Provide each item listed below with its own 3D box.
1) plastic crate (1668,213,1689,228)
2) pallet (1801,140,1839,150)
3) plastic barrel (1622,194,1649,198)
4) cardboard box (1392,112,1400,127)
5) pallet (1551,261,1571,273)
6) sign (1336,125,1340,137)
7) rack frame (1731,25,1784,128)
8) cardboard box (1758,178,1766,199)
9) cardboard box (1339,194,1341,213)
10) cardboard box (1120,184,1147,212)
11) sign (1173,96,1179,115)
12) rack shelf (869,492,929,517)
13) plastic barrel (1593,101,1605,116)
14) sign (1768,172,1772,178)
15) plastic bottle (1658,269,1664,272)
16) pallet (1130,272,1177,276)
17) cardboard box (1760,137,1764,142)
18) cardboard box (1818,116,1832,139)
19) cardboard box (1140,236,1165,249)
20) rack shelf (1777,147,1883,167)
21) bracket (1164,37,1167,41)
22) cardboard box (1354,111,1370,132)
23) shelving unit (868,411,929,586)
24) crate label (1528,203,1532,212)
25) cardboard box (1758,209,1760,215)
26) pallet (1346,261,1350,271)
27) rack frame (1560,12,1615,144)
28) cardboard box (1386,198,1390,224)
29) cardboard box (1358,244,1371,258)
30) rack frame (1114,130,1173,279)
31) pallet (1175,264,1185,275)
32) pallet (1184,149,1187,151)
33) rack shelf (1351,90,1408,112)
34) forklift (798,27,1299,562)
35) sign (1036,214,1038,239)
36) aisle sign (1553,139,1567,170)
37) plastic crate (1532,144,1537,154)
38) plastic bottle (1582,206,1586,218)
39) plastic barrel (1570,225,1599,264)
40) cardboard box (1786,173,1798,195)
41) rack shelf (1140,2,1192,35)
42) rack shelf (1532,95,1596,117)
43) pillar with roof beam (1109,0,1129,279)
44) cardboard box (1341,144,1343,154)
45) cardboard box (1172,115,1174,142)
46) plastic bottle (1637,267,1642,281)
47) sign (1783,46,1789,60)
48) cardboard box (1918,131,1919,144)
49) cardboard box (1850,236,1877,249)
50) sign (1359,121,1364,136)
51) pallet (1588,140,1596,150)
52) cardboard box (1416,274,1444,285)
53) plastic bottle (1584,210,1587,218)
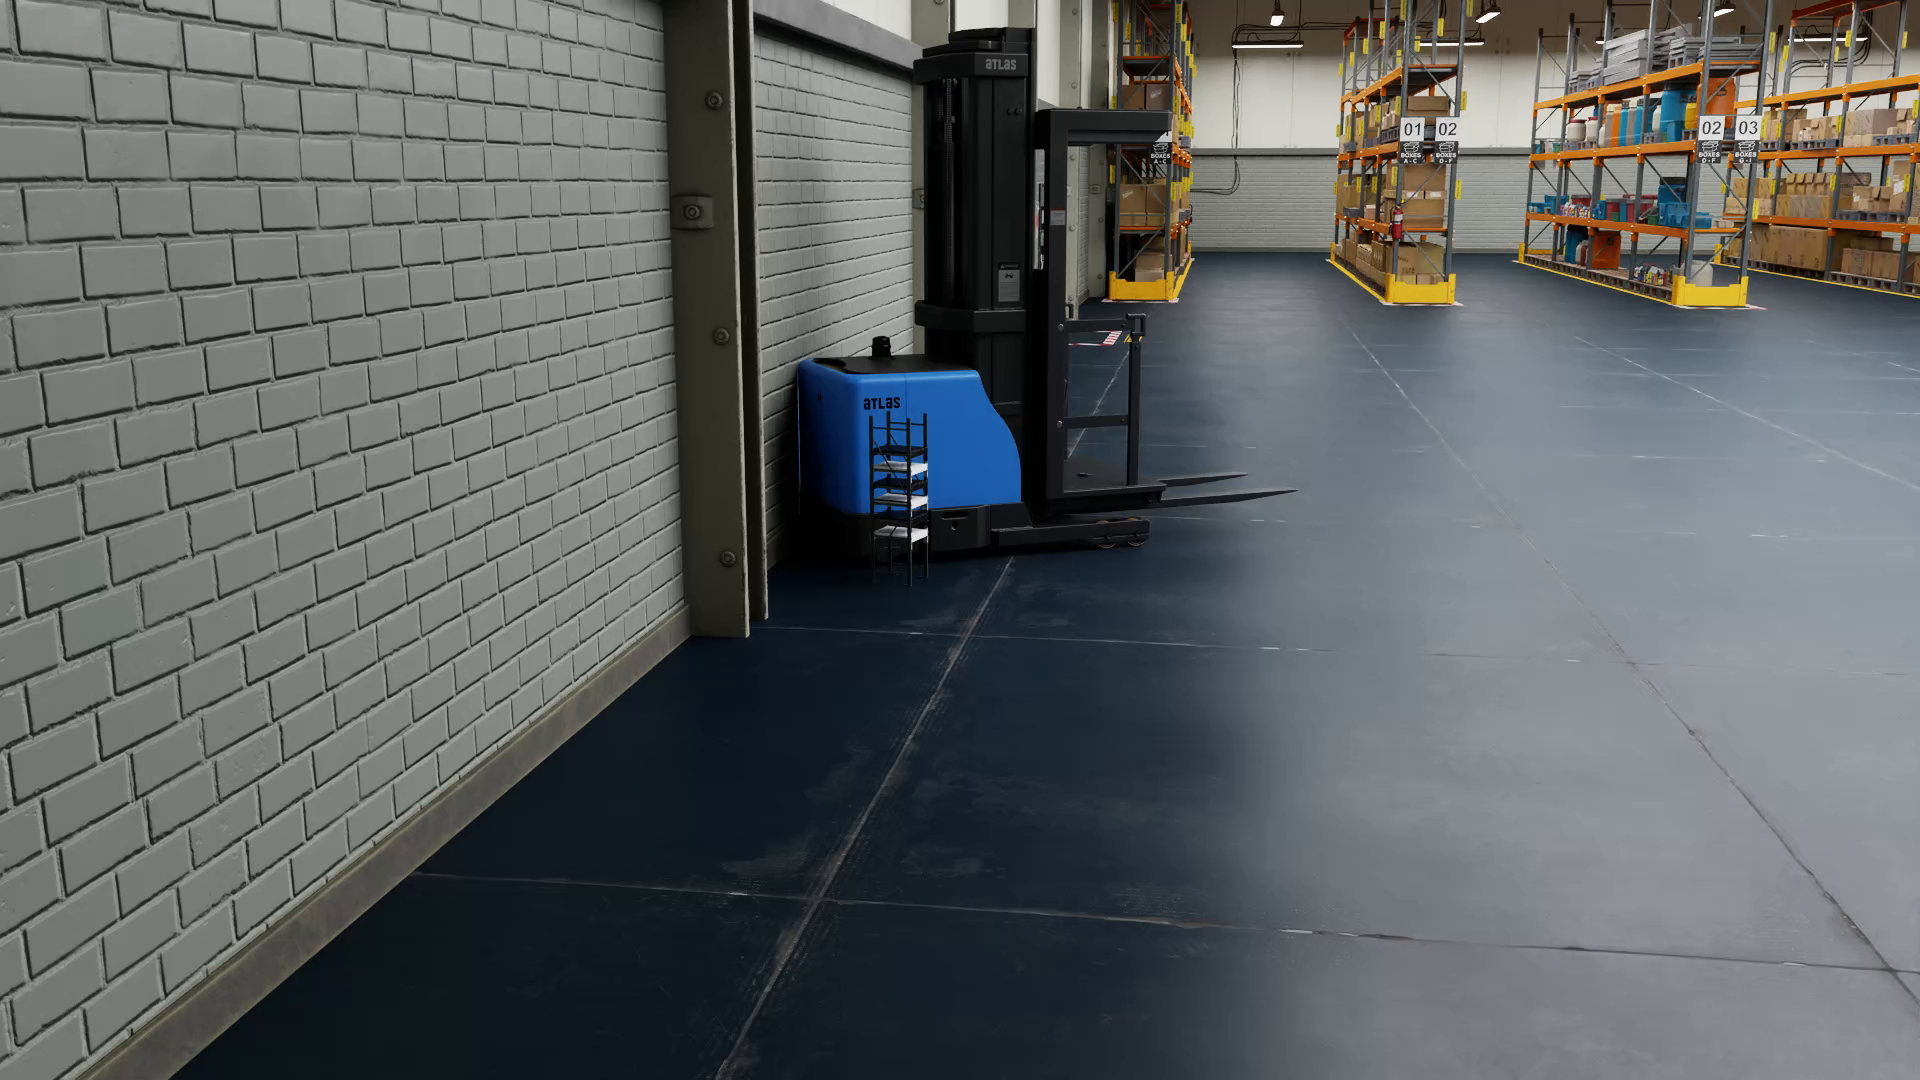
[{"bbox_3d":[12.983,-5.729,29.808,0.499,0.251,0.408,2,12,9],"label":"plastic crate"},{"bbox_3d":[19.436,-8.800,37.035,1.003,0.211,1.213,2,12,11],"label":"pallet"},{"bbox_3d":[14.554,-7.178,35.857,0.600,0.536,0.708,2,12,9],"label":"plastic barrel"},{"bbox_3d":[8.119,-7.629,30.179,0.500,0.250,0.500,2,12,9],"label":"cardboard box"},{"bbox_3d":[14.782,-6.528,39.783,1.003,0.211,1.213,2,12,9],"label":"pallet"},{"bbox_3d":[10.127,-10.956,44.514,0.100,0.325,0.005,2,12,9],"label":"sign"},{"bbox_3d":[20.451,-11.655,42.716,1.000,3.000,0.127,2,12,9],"label":"rack frame"},{"bbox_3d":[19.723,-8.537,40.357,0.500,0.500,0.500,2,12,9],"label":"cardboard box"},{"bbox_3d":[10.180,-8.797,43.458,0.500,0.500,0.500,2,12,8],"label":"cardboard box"},{"bbox_3d":[3.169,-6.281,30.549,0.500,0.500,0.500,2,12,8],"label":"cardboard box"},{"bbox_3d":[3.843,-7.749,29.638,0.100,0.325,0.005,2,12,9],"label":"sign"},{"bbox_3d":[-0.327,-0.191,8.902,0.258,0.077,0.200,5,13,24],"label":"rack shelf"},{"bbox_3d":[14.830,-9.607,38.144,0.600,0.901,0.708,2,12,9],"label":"plastic barrel"},{"bbox_3d":[20.985,-9.384,43.106,0.100,0.325,0.005,2,12,9],"label":"sign"},{"bbox_3d":[13.233,-4.987,31.434,0.152,0.276,0.135,2,12,9],"label":"plastic bottle"},{"bbox_3d":[4.040,-5.505,35.037,1.003,0.211,1.213,2,12,9],"label":"pallet"},{"bbox_3d":[20.187,-10.160,41.424,0.700,0.500,0.500,1,12,5],"label":"cardboard box"},{"bbox_3d":[19.289,-9.090,36.697,0.500,0.500,0.500,3,12,12],"label":"cardboard box"},{"bbox_3d":[4.083,-6.311,35.268,0.500,0.250,0.500,2,12,7],"label":"cardboard box"},{"bbox_3d":[19.528,-8.588,37.312,1.077,0.370,4.000,2,12,9],"label":"rack shelf"},{"bbox_3d":[6.107,-15.055,49.945,0.235,0.232,0.430,2,12,9],"label":"bracket"},{"bbox_3d":[10.085,-10.318,41.021,0.700,0.500,0.500,2,12,9],"label":"cardboard box"},{"bbox_3d":[-0.327,-0.224,8.895,0.258,0.900,0.210,5,13,24],"label":"shelving unit"},{"bbox_3d":[15.194,-8.790,43.915,0.416,0.233,0.303,2,12,9],"label":"crate label"},{"bbox_3d":[19.677,-8.002,40.599,0.380,0.149,0.250,2,12,10],"label":"cardboard box"},{"bbox_3d":[9.960,-6.678,40.479,1.003,0.211,1.213,2,12,9],"label":"pallet"},{"bbox_3d":[14.942,-10.983,39.597,1.000,3.000,0.127,2,12,9],"label":"rack frame"},{"bbox_3d":[8.681,-6.393,32.299,0.700,0.500,0.500,2,12,8],"label":"cardboard box"},{"bbox_3d":[8.989,-6.305,36.329,0.500,0.311,0.500,2,12,7],"label":"cardboard box"},{"bbox_3d":[3.307,-5.873,30.127,1.000,3.000,0.127,2,12,9],"label":"rack frame"},{"bbox_3d":[4.733,-6.337,38.898,1.003,0.211,1.213,2,12,9],"label":"pallet"},{"bbox_3d":[4.584,-9.049,38.188,1.213,0.211,1.003,2,12,11],"label":"pallet"},{"bbox_3d":[9.740,-10.181,38.531,1.077,0.370,4.000,2,12,9],"label":"rack shelf"},{"bbox_3d":[0.588,-1.481,9.906,3.031,2.935,1.130,-5,13,-21],"label":"forklift"},{"bbox_3d":[1.032,-4.191,22.234,0.001,0.329,0.234,2,12,9],"label":"sign"},{"bbox_3d":[15.857,-10.159,43.844,0.394,0.787,0.004,2,12,9],"label":"aisle sign"},{"bbox_3d":[15.222,-10.214,43.460,0.497,0.269,0.590,2,12,9],"label":"plastic crate"},{"bbox_3d":[14.098,-7.405,37.541,0.097,0.271,0.097,0,12,0],"label":"plastic bottle"},{"bbox_3d":[14.732,-6.970,39.199,0.600,0.901,0.708,2,12,9],"label":"plastic barrel"},{"bbox_3d":[19.746,-8.296,38.750,0.797,0.503,0.637,2,12,7],"label":"cardboard box"},{"bbox_3d":[4.845,-12.161,38.880,1.077,0.370,4.000,2,12,9],"label":"rack shelf"},{"bbox_3d":[15.249,-10.852,41.646,1.077,0.370,4.000,2,12,9],"label":"rack shelf"},{"bbox_3d":[7.736,-10.089,35.450,9.100,9.000,0.400,2,12,9],"label":"pillar with roof beam"},{"bbox_3d":[10.168,-10.131,43.118,0.500,0.250,0.500,2,12,9],"label":"cardboard box"},{"bbox_3d":[3.605,-7.460,30.084,0.500,0.500,0.500,2,12,10],"label":"cardboard box"},{"bbox_3d":[13.206,-5.148,32.184,0.152,0.276,0.135,2,12,11],"label":"plastic bottle"},{"bbox_3d":[19.291,-11.380,38.844,0.100,0.325,0.005,2,12,9],"label":"sign"},{"bbox_3d":[18.283,-7.532,31.060,0.500,0.250,0.500,1,12,6],"label":"cardboard box"},{"bbox_3d":[19.147,-6.277,35.107,0.500,0.250,0.500,2,12,11],"label":"cardboard box"},{"bbox_3d":[8.897,-9.116,36.826,0.100,0.325,0.005,2,12,9],"label":"sign"},{"bbox_3d":[14.541,-8.748,36.793,1.003,0.211,1.213,2,12,9],"label":"pallet"},{"bbox_3d":[8.505,-4.679,30.116,0.500,0.250,0.500,2,12,9],"label":"cardboard box"},{"bbox_3d":[14.053,-7.310,37.266,0.097,0.201,0.097,0,12,0],"label":"plastic bottle"}]
